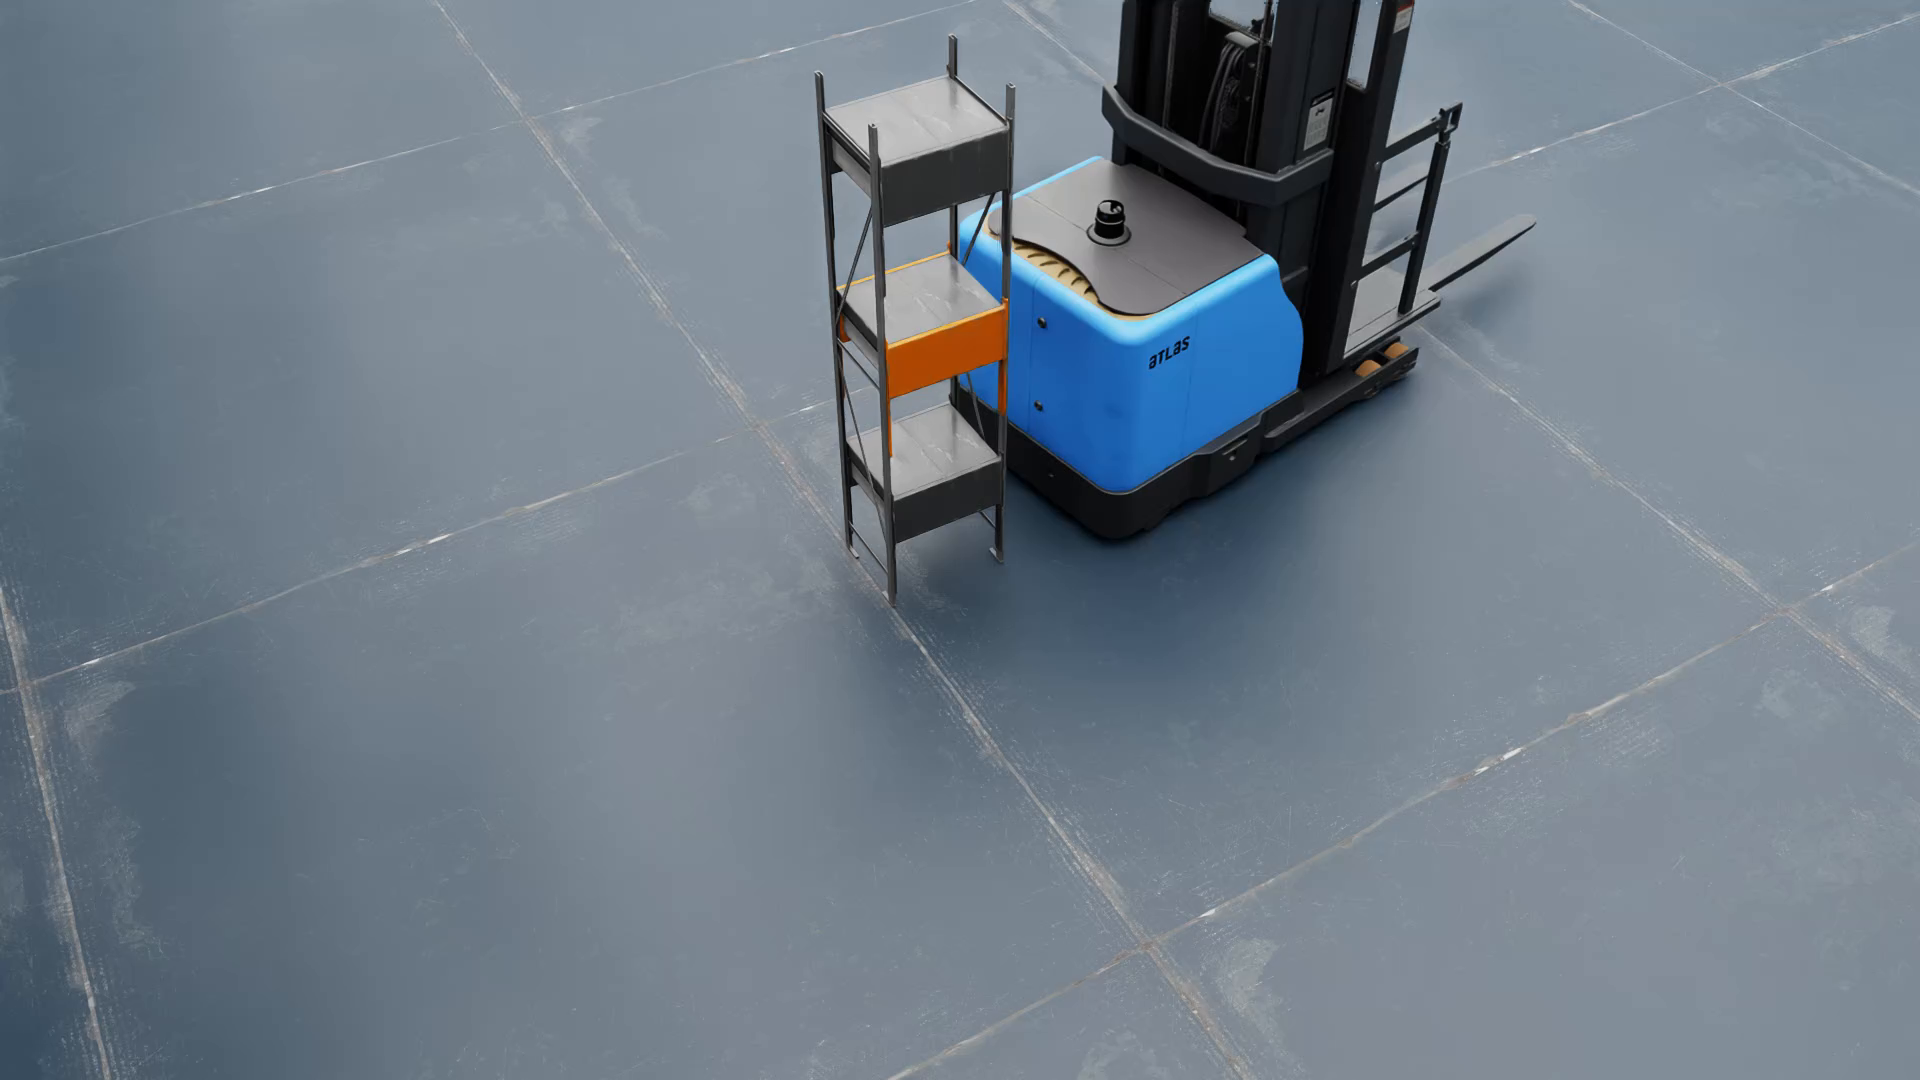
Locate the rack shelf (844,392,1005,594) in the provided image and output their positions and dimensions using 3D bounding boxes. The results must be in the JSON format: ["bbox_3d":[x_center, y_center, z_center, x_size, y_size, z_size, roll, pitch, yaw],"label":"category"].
[{"bbox_3d":[-0.144,-0.184,6.457,0.480,0.518,0.431,-22,48,-21],"label":"rack shelf"}]

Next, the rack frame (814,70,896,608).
[{"bbox_3d":[-0.355,-0.611,5.872,0.015,2.100,0.400,-22,48,-21],"label":"rack frame"}]

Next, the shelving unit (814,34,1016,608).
[{"bbox_3d":[-0.144,-0.696,5.960,0.503,2.100,0.431,-22,48,-21],"label":"shelving unit"}]

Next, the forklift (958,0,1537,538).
[{"bbox_3d":[1.421,-1.936,6.641,3.031,2.935,1.130,-31,52,-28],"label":"forklift"}]

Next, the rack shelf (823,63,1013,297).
[{"bbox_3d":[-0.144,-1.189,5.482,0.480,0.518,0.431,-22,48,-21],"label":"rack shelf"}]

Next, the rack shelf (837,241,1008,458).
[{"bbox_3d":[-0.144,-0.686,5.969,0.480,0.518,0.431,-22,48,-21],"label":"rack shelf"}]

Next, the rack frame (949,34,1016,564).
[{"bbox_3d":[0.068,-0.781,6.047,0.015,2.100,0.400,-22,48,-21],"label":"rack frame"}]
